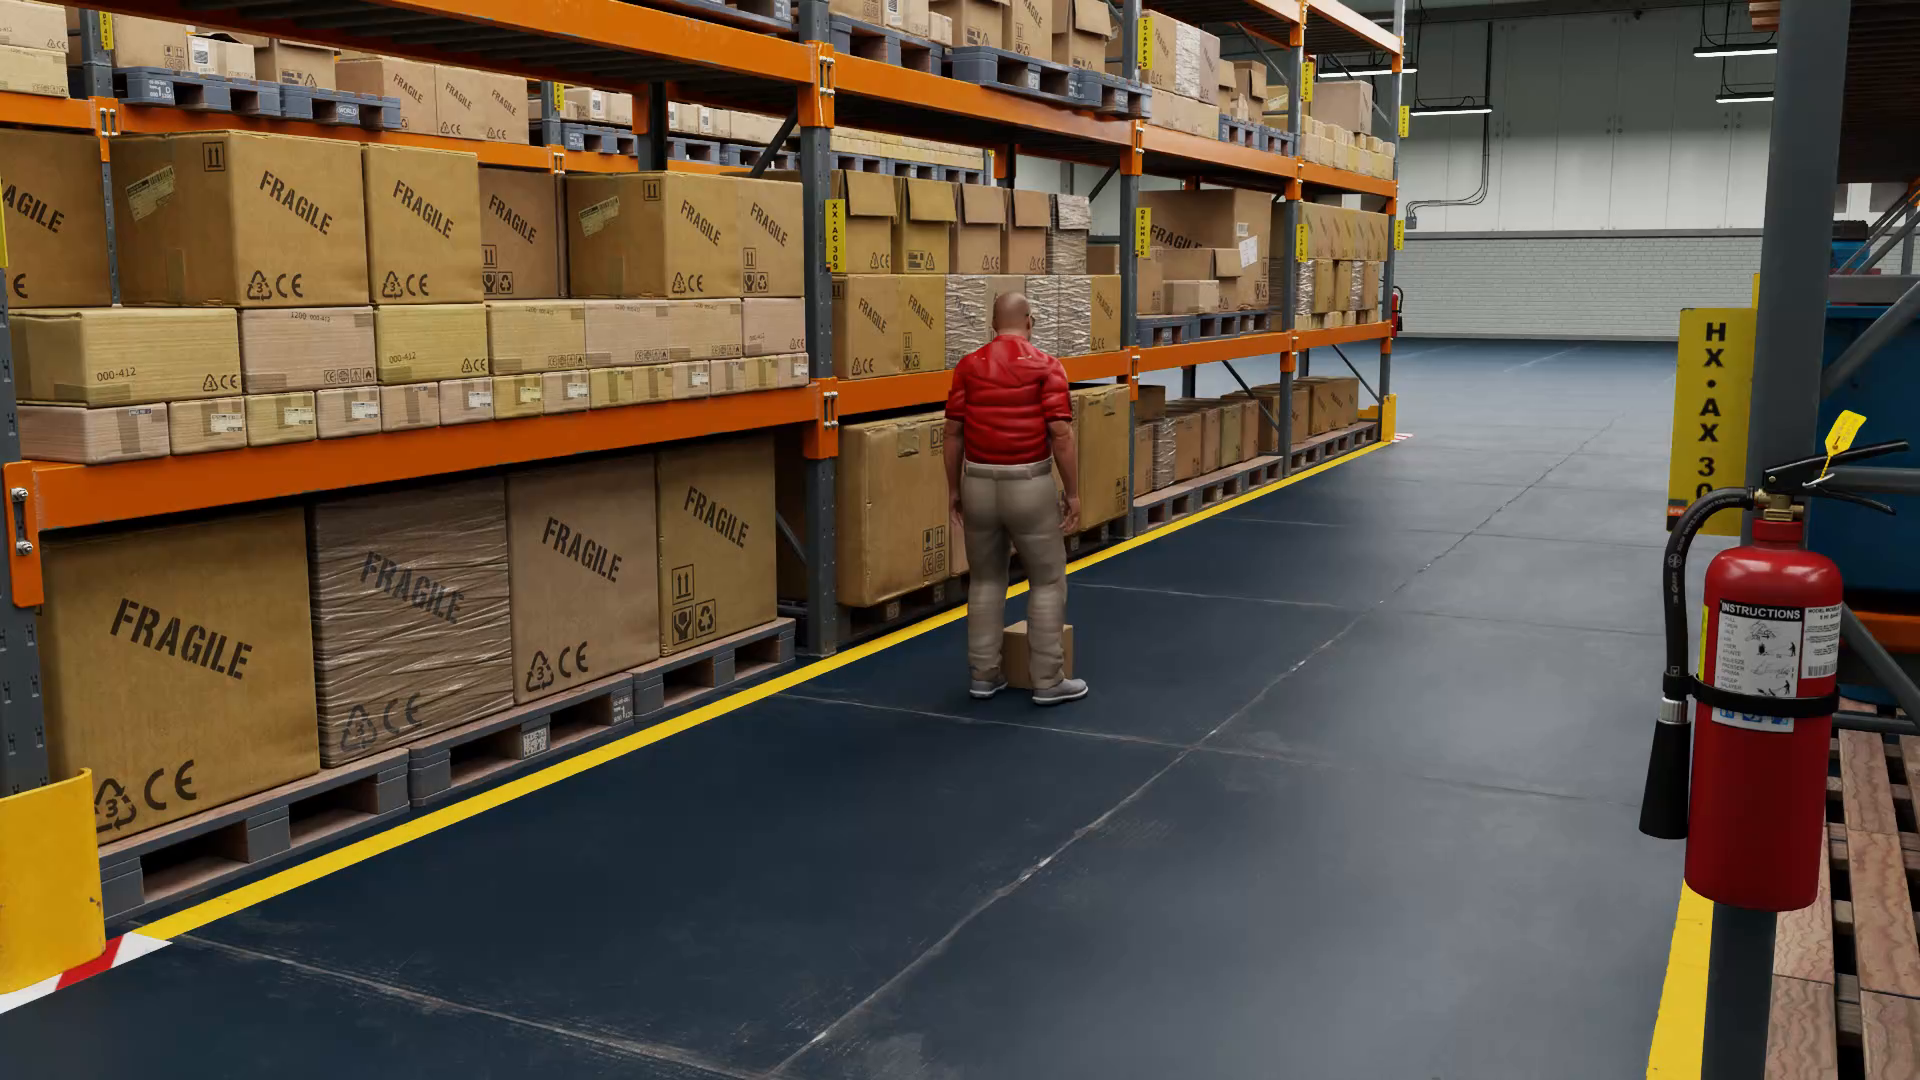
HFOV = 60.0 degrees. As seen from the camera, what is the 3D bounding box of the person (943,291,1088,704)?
[{"bbox_3d":[0.225,-0.181,7.052,0.606,1.727,0.388,4,10,23],"label":"person"}]
